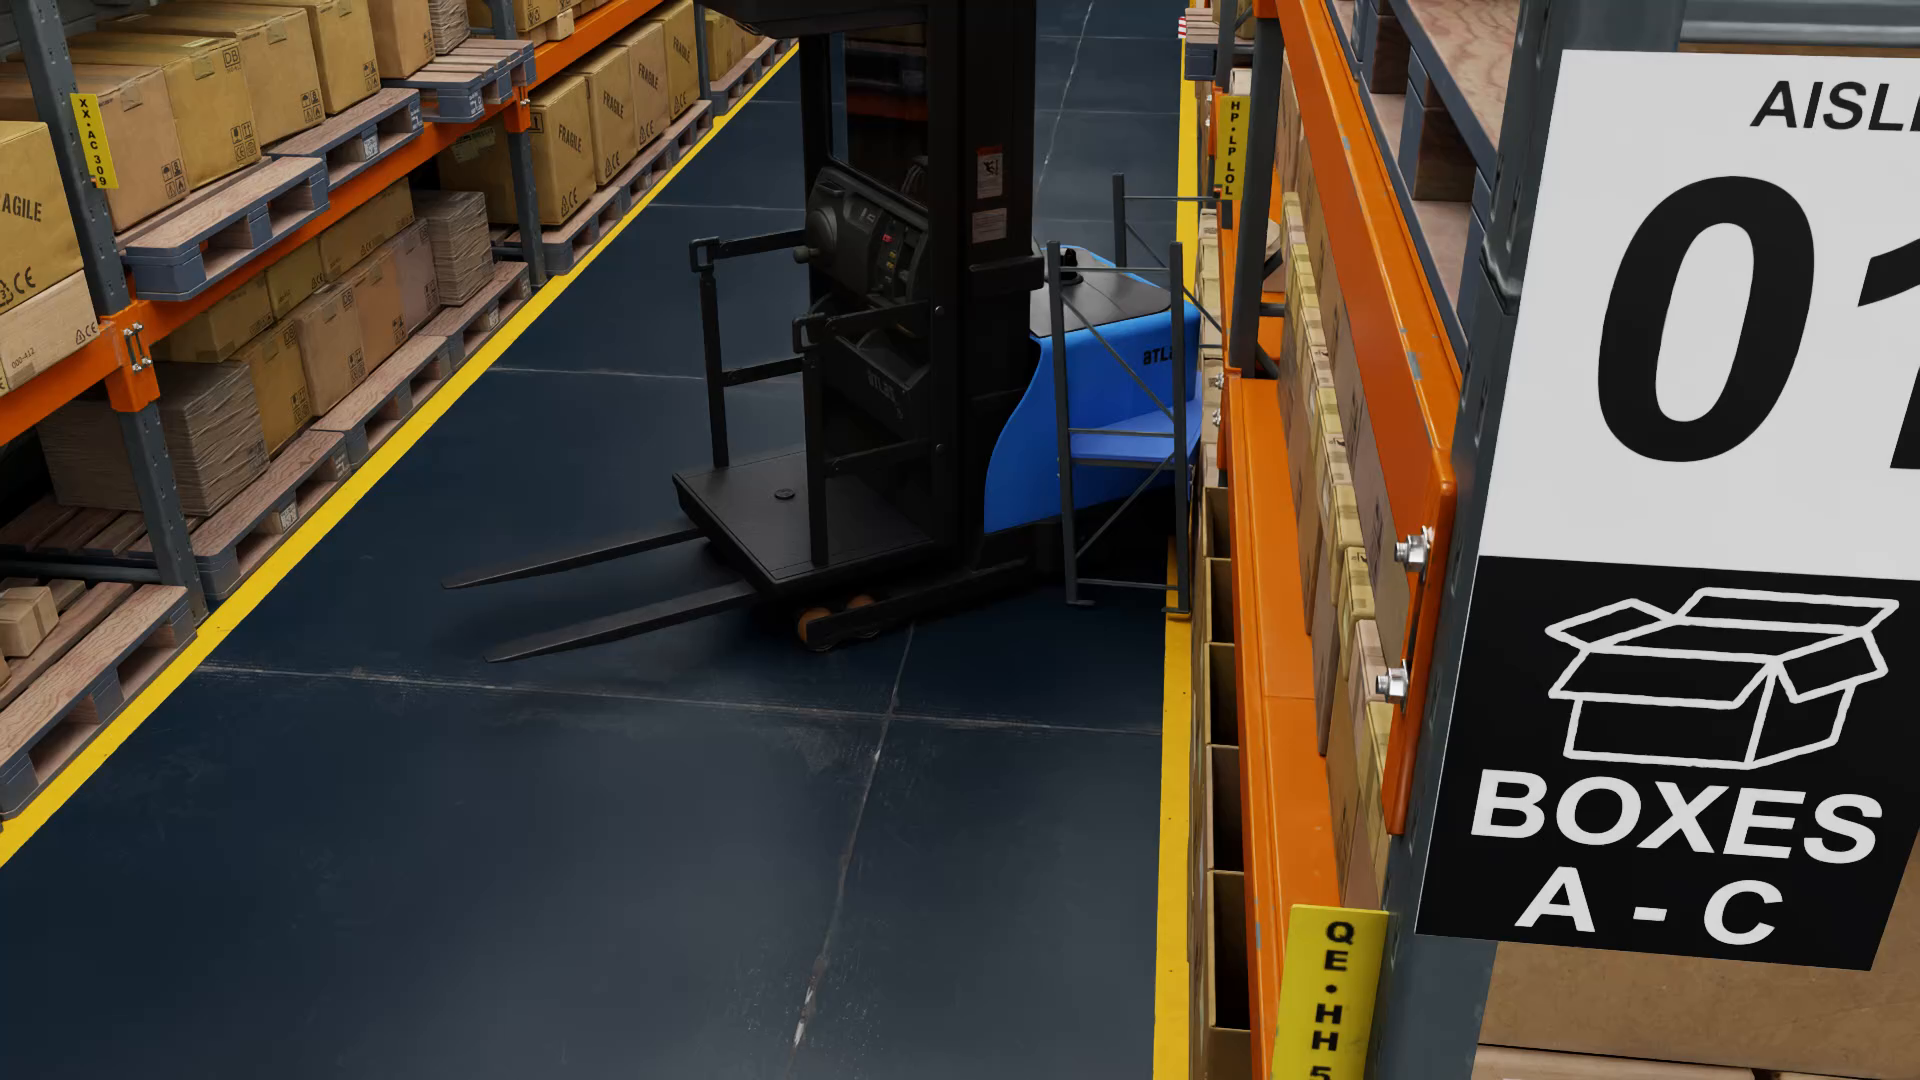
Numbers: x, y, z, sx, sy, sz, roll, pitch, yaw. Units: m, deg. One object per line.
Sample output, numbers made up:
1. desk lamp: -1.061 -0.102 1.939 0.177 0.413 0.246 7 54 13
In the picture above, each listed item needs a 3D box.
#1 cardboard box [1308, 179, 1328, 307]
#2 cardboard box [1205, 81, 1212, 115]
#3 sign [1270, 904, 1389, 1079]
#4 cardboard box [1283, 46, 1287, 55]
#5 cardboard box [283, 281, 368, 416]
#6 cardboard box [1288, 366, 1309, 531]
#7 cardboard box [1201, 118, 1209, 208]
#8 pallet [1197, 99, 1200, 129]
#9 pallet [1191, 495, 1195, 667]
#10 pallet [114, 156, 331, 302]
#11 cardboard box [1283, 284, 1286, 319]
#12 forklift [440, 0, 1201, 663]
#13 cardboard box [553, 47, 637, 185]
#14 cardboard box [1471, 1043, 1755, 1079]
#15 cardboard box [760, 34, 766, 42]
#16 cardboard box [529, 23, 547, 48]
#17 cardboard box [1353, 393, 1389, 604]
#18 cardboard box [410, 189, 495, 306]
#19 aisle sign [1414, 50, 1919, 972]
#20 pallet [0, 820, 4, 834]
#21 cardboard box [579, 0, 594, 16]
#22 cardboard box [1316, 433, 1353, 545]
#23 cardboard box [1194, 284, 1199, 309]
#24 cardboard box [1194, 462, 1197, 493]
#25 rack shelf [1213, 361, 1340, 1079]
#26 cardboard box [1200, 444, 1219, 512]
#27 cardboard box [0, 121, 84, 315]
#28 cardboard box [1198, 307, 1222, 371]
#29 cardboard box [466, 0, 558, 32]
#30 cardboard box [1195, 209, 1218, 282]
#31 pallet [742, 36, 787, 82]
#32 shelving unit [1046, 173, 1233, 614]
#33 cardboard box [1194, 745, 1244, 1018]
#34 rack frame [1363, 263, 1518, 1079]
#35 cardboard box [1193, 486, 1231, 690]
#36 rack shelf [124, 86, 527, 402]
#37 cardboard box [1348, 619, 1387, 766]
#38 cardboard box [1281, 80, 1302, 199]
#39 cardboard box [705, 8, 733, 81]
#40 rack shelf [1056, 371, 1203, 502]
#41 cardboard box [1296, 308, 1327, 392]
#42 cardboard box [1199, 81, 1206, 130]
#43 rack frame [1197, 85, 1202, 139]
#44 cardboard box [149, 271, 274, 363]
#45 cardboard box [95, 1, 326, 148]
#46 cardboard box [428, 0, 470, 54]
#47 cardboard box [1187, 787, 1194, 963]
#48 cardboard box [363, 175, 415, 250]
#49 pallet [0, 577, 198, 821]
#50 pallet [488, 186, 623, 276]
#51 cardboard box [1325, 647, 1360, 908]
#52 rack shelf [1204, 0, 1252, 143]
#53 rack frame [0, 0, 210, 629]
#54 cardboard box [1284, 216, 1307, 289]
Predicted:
1. cardboard box: 1.290 -0.898 4.281 0.700 0.500 0.500 3 28 6
2. cardboard box: 1.894 -2.999 11.034 0.500 0.250 0.500 3 28 5
3. sign: 0.371 0.501 1.687 0.100 0.325 0.005 3 28 6
4. cardboard box: 1.801 -2.405 8.645 0.500 0.311 0.500 5 29 9
5. cardboard box: -3.329 -0.941 8.005 0.700 0.500 0.500 4 29 7
6. cardboard box: 1.292 -0.316 4.569 0.700 0.500 0.500 3 28 6
7. cardboard box: 1.834 -2.403 10.720 0.500 0.500 0.500 2 28 4
8. pallet: 2.464 -3.591 13.694 1.003 0.211 1.213 3 28 6
9. pallet: 1.450 0.149 6.752 1.003 0.211 1.213 3 28 6
10. pallet: -3.280 -1.283 6.671 1.003 0.211 1.213 3 28 6
11. cardboard box: 1.415 -0.898 5.913 0.500 0.250 0.500 5 29 9
12. forklift: -0.543 -1.146 6.287 3.031 2.935 1.130 -15 32 -26
13. cardboard box: -2.694 -2.888 11.272 0.750 0.750 0.750 3 28 6
14. cardboard box: 0.766 0.632 2.124 0.380 0.149 0.250 3 28 5
15. cardboard box: -2.157 -4.941 15.452 0.700 0.500 0.500 2 28 5
16. cardboard box: -2.719 -3.057 10.005 0.380 0.149 0.250 4 29 7
17. cardboard box: 1.105 -0.191 2.969 0.700 0.500 0.500 3 29 6
18. cardboard box: -3.065 -1.650 9.322 0.700 0.500 0.500 4 29 7
19. aisle sign: 0.609 0.022 1.305 0.394 0.787 0.004 3 28 6
20. pallet: -3.713 1.106 4.975 1.003 0.211 1.213 3 28 6
21. cardboard box: -2.628 -3.546 10.913 0.380 0.149 0.250 4 29 7
22. cardboard box: 0.954 -0.098 3.480 0.380 0.149 0.250 3 28 5
23. cardboard box: 1.472 -1.121 8.625 0.500 0.250 0.500 3 28 5
24. cardboard box: 1.288 -0.395 7.277 0.500 0.250 0.500 4 29 7
25. rack shelf: 1.153 0.528 3.865 1.077 0.370 4.000 3 28 6
26. cardboard box: 1.163 -0.158 6.247 0.500 0.311 0.500 3 28 6
27. cardboard box: -3.269 -1.048 5.380 0.500 0.500 0.500 3 28 6
28. cardboard box: 1.350 -0.875 7.576 0.500 0.311 0.500 3 28 6
29. cardboard box: -2.715 -3.296 9.766 0.500 0.500 0.500 4 29 8
30. cardboard box: 1.533 -1.605 8.931 0.500 0.311 0.500 4 29 8
31. pallet: -2.220 -4.483 15.350 1.003 0.211 1.213 3 28 6
32. shelving unit: 0.776 -0.624 6.785 0.538 1.500 1.048 4 27 18
33. cardboard box: 0.849 0.872 4.135 0.500 0.500 0.500 3 28 6
34. rack frame: 0.908 1.153 1.947 1.000 3.000 0.127 3 28 6
35. cardboard box: 1.031 0.166 5.446 0.500 0.500 0.500 3 28 6
36. rack shelf: -3.273 -1.641 7.891 1.077 0.370 4.000 3 28 6
37. cardboard box: 0.861 0.270 2.796 0.380 0.149 0.250 4 29 7
38. cardboard box: 1.635 -1.618 6.986 0.500 0.500 0.500 3 28 6
39. cardboard box: -2.345 -4.212 14.099 0.700 0.500 0.500 4 29 7
40. rack shelf: 0.790 -0.462 6.861 0.538 0.185 1.000 4 27 18
41. cardboard box: 1.049 -0.463 4.158 0.380 0.149 0.250 2 28 5
42. cardboard box: 2.078 -3.375 12.524 0.500 0.500 0.500 2 28 4
43. rack frame: 2.379 -4.496 12.432 1.000 3.000 0.127 3 28 6
44. cardboard box: -3.394 -0.994 7.314 0.500 0.250 0.500 3 28 5
45. cardboard box: -3.297 -2.066 7.352 0.700 0.500 0.500 7 29 13
46. cardboard box: -3.076 -2.915 8.929 0.700 0.500 0.500 0 28 0
47. cardboard box: 0.908 0.966 4.750 0.500 0.250 0.500 3 28 6
48. cardboard box: -3.197 -1.716 8.653 0.500 0.250 0.500 4 29 7
49. pallet: -3.566 0.530 6.044 1.003 0.211 1.213 3 28 6
50. pallet: -2.857 -2.038 10.810 1.003 0.211 1.213 3 28 6
51. cardboard box: 1.104 0.409 3.223 0.700 0.500 0.500 4 29 7
52. rack shelf: 2.134 -3.238 10.855 1.077 0.370 4.000 3 28 6
53. rack frame: -3.518 -1.016 5.973 1.000 3.000 0.127 3 28 6
54. cardboard box: 1.143 -0.826 4.832 0.380 0.149 0.250 4 29 7
